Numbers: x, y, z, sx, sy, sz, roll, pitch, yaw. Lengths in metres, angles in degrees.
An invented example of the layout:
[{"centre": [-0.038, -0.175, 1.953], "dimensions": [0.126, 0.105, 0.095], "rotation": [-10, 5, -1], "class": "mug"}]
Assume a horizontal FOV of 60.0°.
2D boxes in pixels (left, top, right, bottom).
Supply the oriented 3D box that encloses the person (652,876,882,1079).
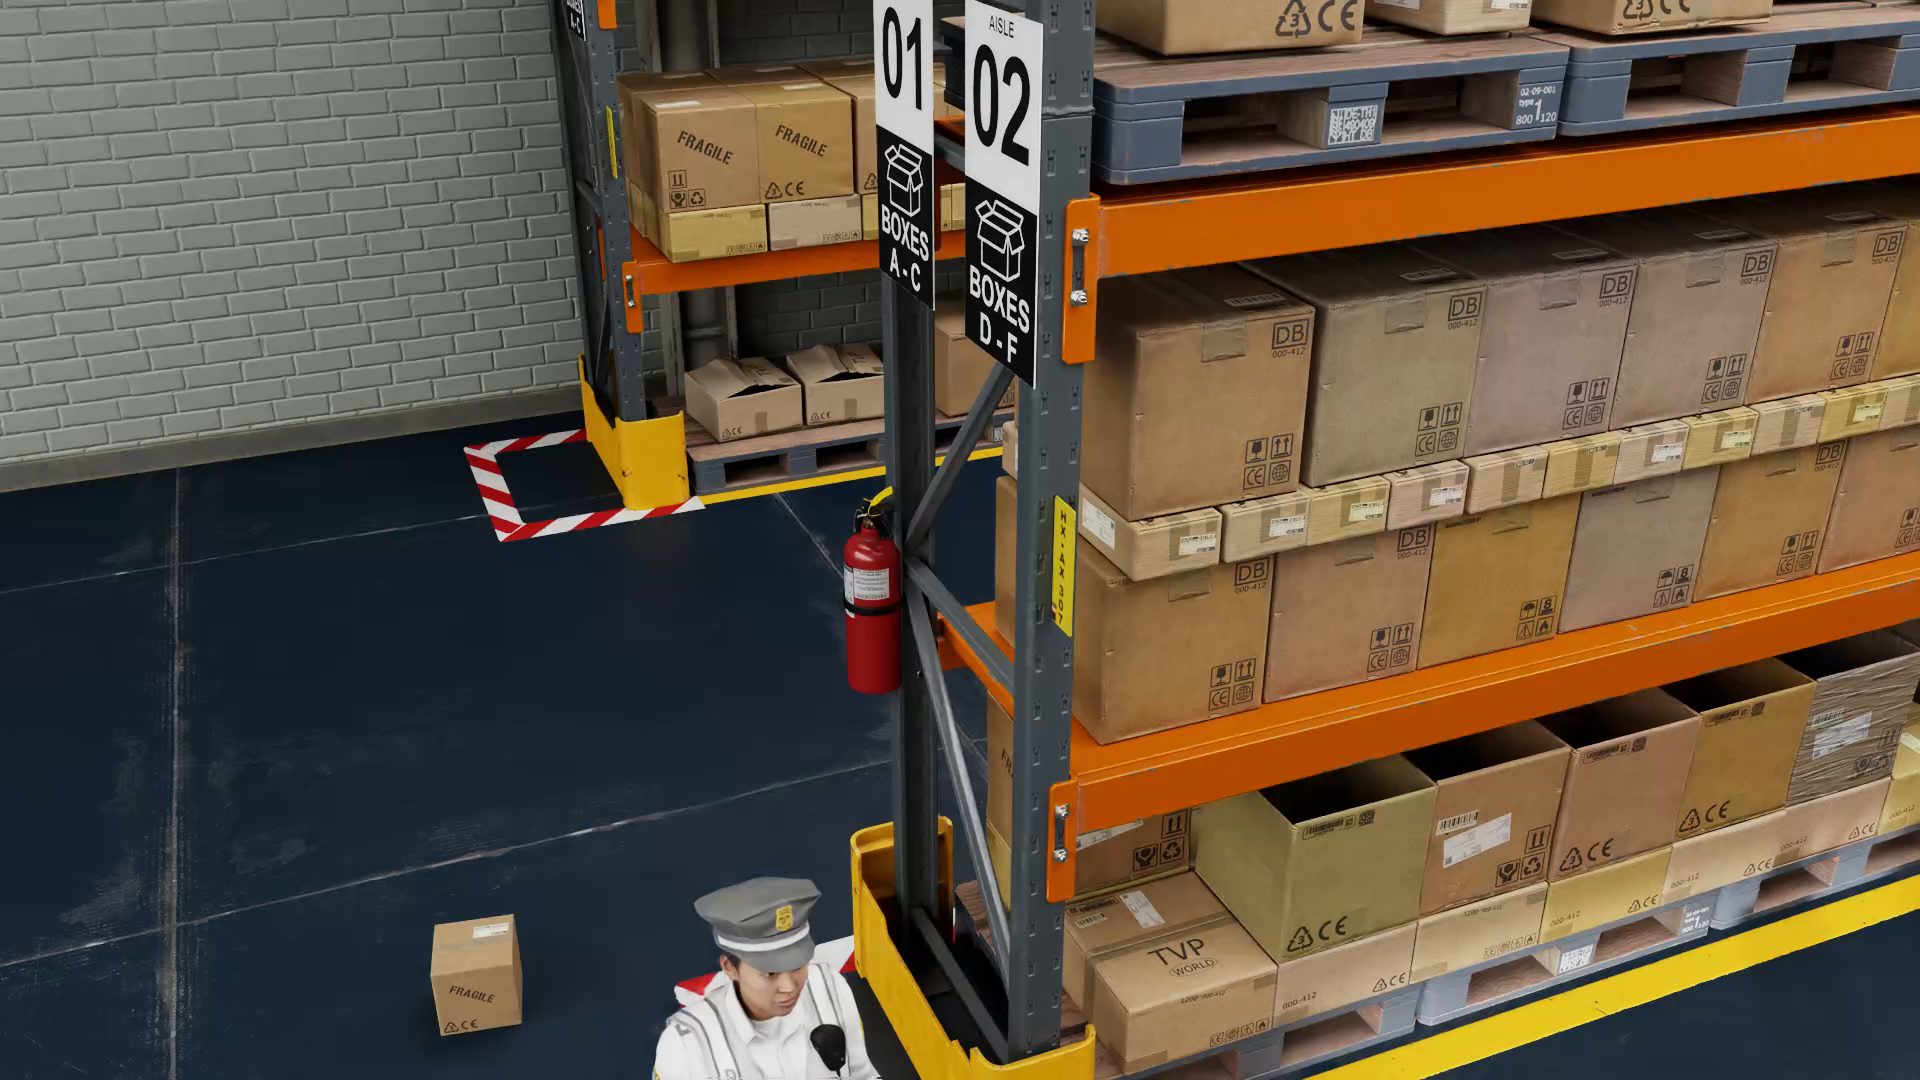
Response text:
[{"centre": [-0.404, 1.456, 3.644], "dimensions": [0.509, 1.741, 0.644], "rotation": [-20, 33, -35], "class": "person"}]
